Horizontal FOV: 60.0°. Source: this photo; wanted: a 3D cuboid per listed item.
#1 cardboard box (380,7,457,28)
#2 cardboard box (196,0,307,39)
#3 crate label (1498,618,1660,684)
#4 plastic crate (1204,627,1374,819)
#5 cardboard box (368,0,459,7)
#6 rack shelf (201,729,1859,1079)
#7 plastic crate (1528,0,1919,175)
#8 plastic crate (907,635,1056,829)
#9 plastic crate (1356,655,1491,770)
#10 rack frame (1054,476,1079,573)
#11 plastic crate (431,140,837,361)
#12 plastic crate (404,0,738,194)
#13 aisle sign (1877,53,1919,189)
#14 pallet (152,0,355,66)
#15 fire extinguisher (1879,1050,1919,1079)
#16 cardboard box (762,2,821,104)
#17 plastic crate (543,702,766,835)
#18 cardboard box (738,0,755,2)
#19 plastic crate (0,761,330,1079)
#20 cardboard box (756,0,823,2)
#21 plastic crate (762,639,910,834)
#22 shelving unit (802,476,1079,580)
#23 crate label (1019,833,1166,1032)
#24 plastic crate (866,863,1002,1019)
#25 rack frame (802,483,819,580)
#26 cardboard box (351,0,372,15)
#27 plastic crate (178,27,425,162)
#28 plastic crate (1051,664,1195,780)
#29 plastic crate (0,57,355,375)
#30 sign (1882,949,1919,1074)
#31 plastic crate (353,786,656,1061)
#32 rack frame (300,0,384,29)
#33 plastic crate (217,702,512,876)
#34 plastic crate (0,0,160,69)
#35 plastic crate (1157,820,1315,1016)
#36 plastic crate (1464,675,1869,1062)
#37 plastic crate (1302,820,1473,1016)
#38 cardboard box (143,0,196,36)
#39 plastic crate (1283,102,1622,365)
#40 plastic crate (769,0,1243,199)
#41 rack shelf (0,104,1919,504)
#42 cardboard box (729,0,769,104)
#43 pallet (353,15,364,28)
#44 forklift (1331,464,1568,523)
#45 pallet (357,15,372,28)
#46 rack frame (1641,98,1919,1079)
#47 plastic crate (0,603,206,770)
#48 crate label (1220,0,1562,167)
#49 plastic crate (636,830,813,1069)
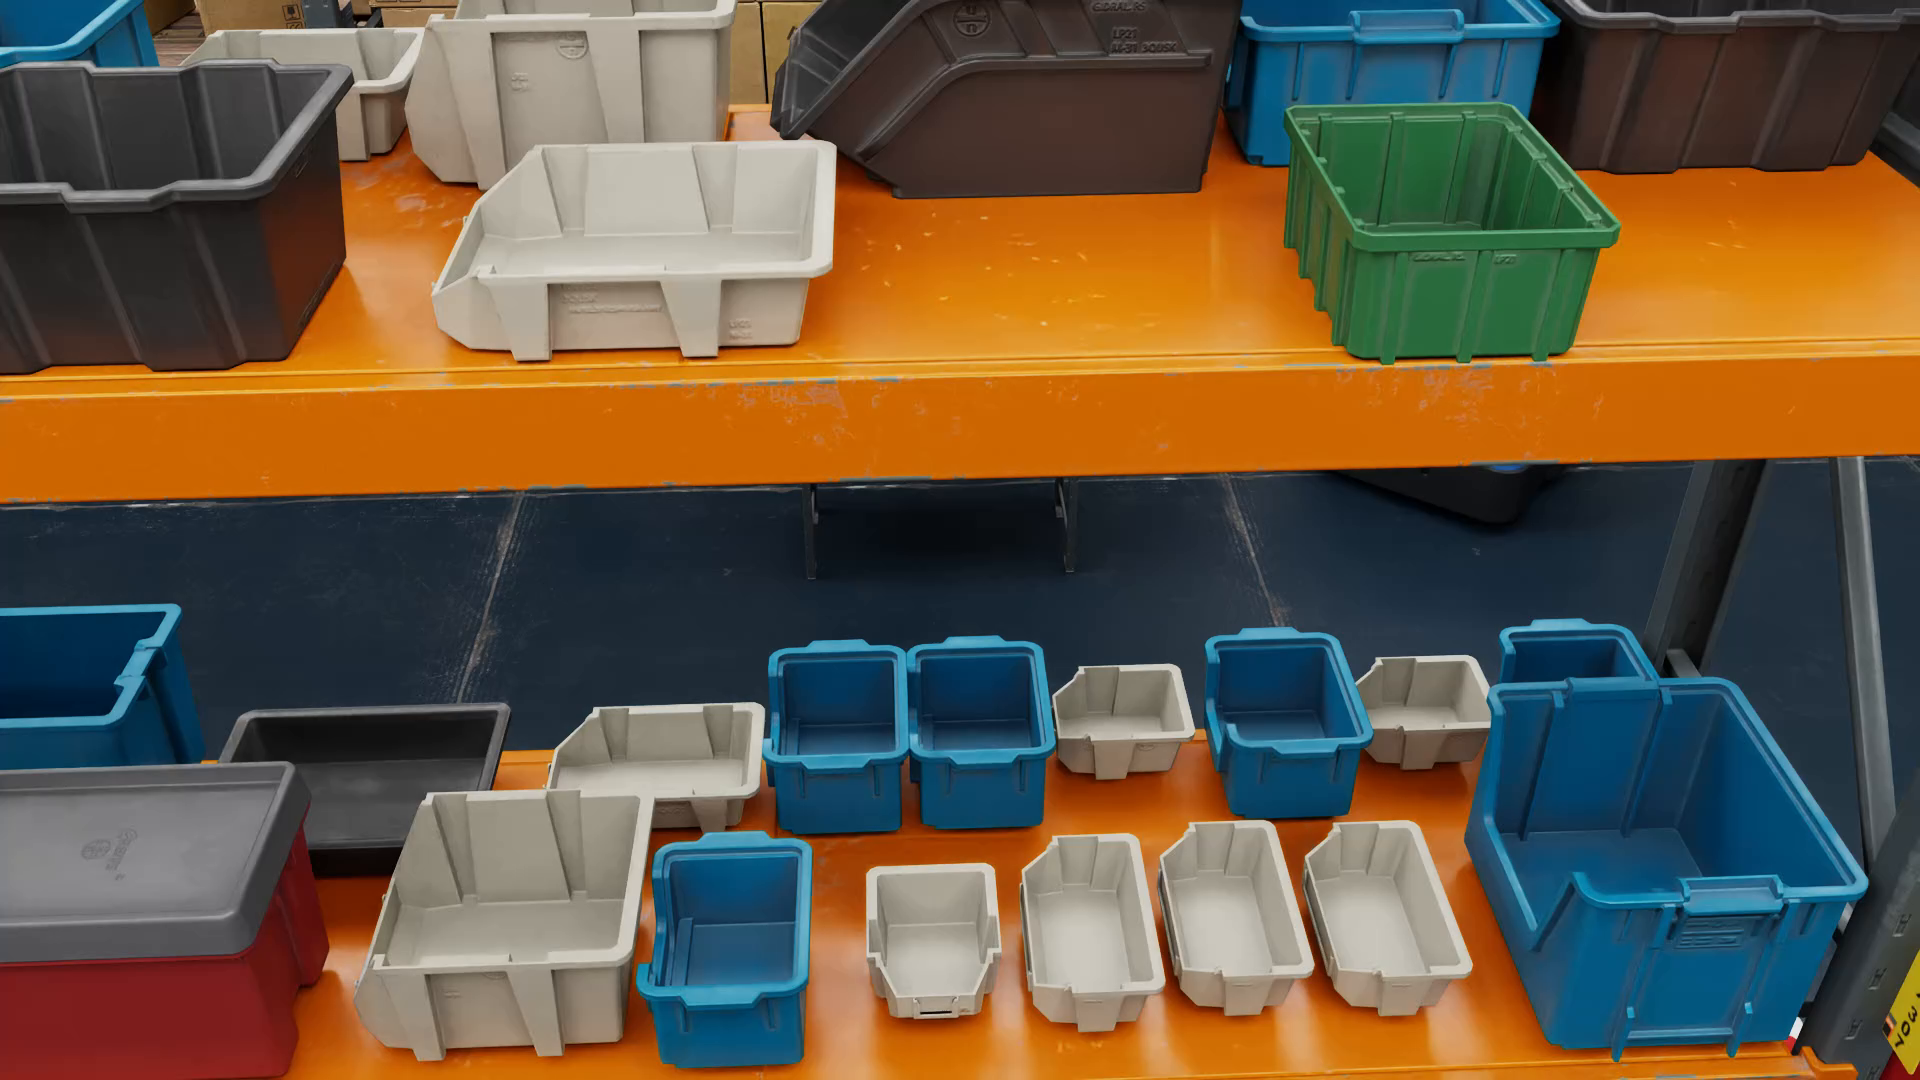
[{"bbox_3d":[-2.087,-2.080,7.032,0.500,0.500,0.500,-1,35,-1],"label":"cardboard box"},{"bbox_3d":[-3.093,-2.508,7.281,0.500,0.500,0.700,-13,37,-18],"label":"cardboard box"},{"bbox_3d":[1.355,0.392,3.642,0.303,0.233,0.416,-2,35,-2],"label":"crate label"},{"bbox_3d":[0.697,0.410,3.617,0.300,0.233,0.416,-2,35,-2],"label":"plastic crate"},{"bbox_3d":[-2.125,-2.485,6.738,0.500,0.500,0.500,-1,35,-1],"label":"cardboard box"},{"bbox_3d":[-0.381,0.878,3.478,4.000,0.370,1.077,-2,35,-2],"label":"rack shelf"},{"bbox_3d":[1.219,-0.800,2.749,0.590,0.269,0.497,-2,35,-2],"label":"plastic crate"},{"bbox_3d":[0.040,0.427,3.591,0.300,0.233,0.416,-2,35,-2],"label":"plastic crate"},{"bbox_3d":[1.030,0.393,3.725,0.298,0.136,0.250,-2,35,-2],"label":"plastic crate"},{"bbox_3d":[0.423,-0.628,6.340,0.032,1.500,0.500,-2,35,-2],"label":"rack frame"},{"bbox_3d":[-0.435,-0.400,2.288,0.530,0.136,0.437,-2,35,-2],"label":"plastic crate"},{"bbox_3d":[-0.611,-0.772,2.698,0.530,0.282,0.437,-2,35,-2],"label":"plastic crate"},{"bbox_3d":[1.675,-0.712,2.858,0.004,0.787,0.394,-2,35,-2],"label":"aisle sign"},{"bbox_3d":[-3.413,-2.141,7.377,1.213,0.211,1.003,-2,35,-2],"label":"pallet"},{"bbox_3d":[1.789,0.968,3.112,0.183,0.674,0.296,-2,35,-2],"label":"fire extinguisher"},{"bbox_3d":[-0.568,-2.122,7.093,0.500,0.500,0.500,-2,35,-3],"label":"cardboard box"},{"bbox_3d":[-0.653,0.502,3.568,0.466,0.136,0.293,-2,35,-2],"label":"plastic crate"},{"bbox_3d":[-1.096,-2.513,6.778,0.500,0.500,0.500,-3,35,-4],"label":"cardboard box"},{"bbox_3d":[-1.475,0.703,2.989,0.583,0.464,0.402,-2,35,-2],"label":"plastic crate"},{"bbox_3d":[-0.581,-2.527,6.799,0.500,0.500,0.500,-1,35,-1],"label":"cardboard box"},{"bbox_3d":[-0.260,0.435,3.579,0.300,0.233,0.416,-2,35,-2],"label":"plastic crate"},{"bbox_3d":[-0.085,-0.614,6.320,1.048,1.500,0.538,-2,35,-2],"label":"shelving unit"},{"bbox_3d":[0.244,0.758,3.198,0.243,0.136,0.396,-2,35,-2],"label":"crate label"},{"bbox_3d":[-0.051,0.776,3.171,0.250,0.136,0.298,-2,35,-2],"label":"plastic crate"},{"bbox_3d":[-0.593,-0.601,6.300,0.032,1.500,0.500,-2,35,-2],"label":"rack frame"},{"bbox_3d":[-4.378,-4.167,11.656,0.750,0.750,0.750,-1,35,-1],"label":"cardboard box"},{"bbox_3d":[-1.126,-0.740,2.779,0.466,0.136,0.293,-2,35,-2],"label":"plastic crate"},{"bbox_3d":[0.353,0.411,3.699,0.298,0.136,0.250,-2,35,-2],"label":"plastic crate"},{"bbox_3d":[-1.125,-0.421,2.202,0.590,0.269,0.497,-2,35,-2],"label":"plastic crate"},{"bbox_3d":[1.659,0.773,2.853,0.005,0.325,0.100,-2,35,-2],"label":"sign"},{"bbox_3d":[-0.845,0.724,3.120,0.530,0.282,0.437,-2,35,-2],"label":"plastic crate"},{"bbox_3d":[-2.609,-2.180,7.264,0.127,3.000,1.000,-2,35,-2],"label":"rack frame"},{"bbox_3d":[-1.273,0.541,3.521,0.590,0.125,0.437,-2,35,-2],"label":"plastic crate"},{"bbox_3d":[-1.484,-0.735,2.687,0.300,0.233,0.416,-2,35,-2],"label":"plastic crate"},{"bbox_3d":[0.521,0.736,3.229,0.243,0.136,0.396,-2,35,-2],"label":"plastic crate"},{"bbox_3d":[1.291,0.604,3.157,0.499,0.435,0.616,-2,35,-2],"label":"plastic crate"},{"bbox_3d":[0.811,0.737,3.229,0.243,0.136,0.396,-2,35,-2],"label":"plastic crate"},{"bbox_3d":[-3.777,-2.453,7.202,0.500,0.500,0.700,4,35,5],"label":"cardboard box"},{"bbox_3d":[0.645,-0.429,2.285,0.336,0.188,0.450,-2,35,-2],"label":"plastic crate"},{"bbox_3d":[0.078,-0.795,2.681,0.767,0.338,0.504,-2,35,-2],"label":"plastic crate"},{"bbox_3d":[-0.381,-0.356,2.624,4.000,0.370,1.077,-2,35,-2],"label":"rack shelf"},{"bbox_3d":[-1.076,-2.108,7.072,0.500,0.500,0.500,-2,35,-2],"label":"cardboard box"},{"bbox_3d":[-4.836,-3.751,11.984,1.213,0.211,1.003,-2,35,-2],"label":"pallet"},{"bbox_3d":[2.641,-2.067,7.161,1.130,2.935,3.031,22,40,28],"label":"forklift"},{"bbox_3d":[-3.615,-3.785,12.034,1.213,0.211,1.003,-2,35,-2],"label":"pallet"},{"bbox_3d":[1.617,0.528,3.351,0.127,3.000,1.000,-2,35,-2],"label":"rack frame"},{"bbox_3d":[-1.928,0.411,3.481,0.575,0.384,0.392,-2,35,-2],"label":"plastic crate"},{"bbox_3d":[0.680,-0.803,2.769,0.502,0.251,0.408,-2,35,-2],"label":"crate label"},{"bbox_3d":[-0.422,0.773,3.091,0.300,0.233,0.416,-2,35,-2],"label":"plastic crate"}]
